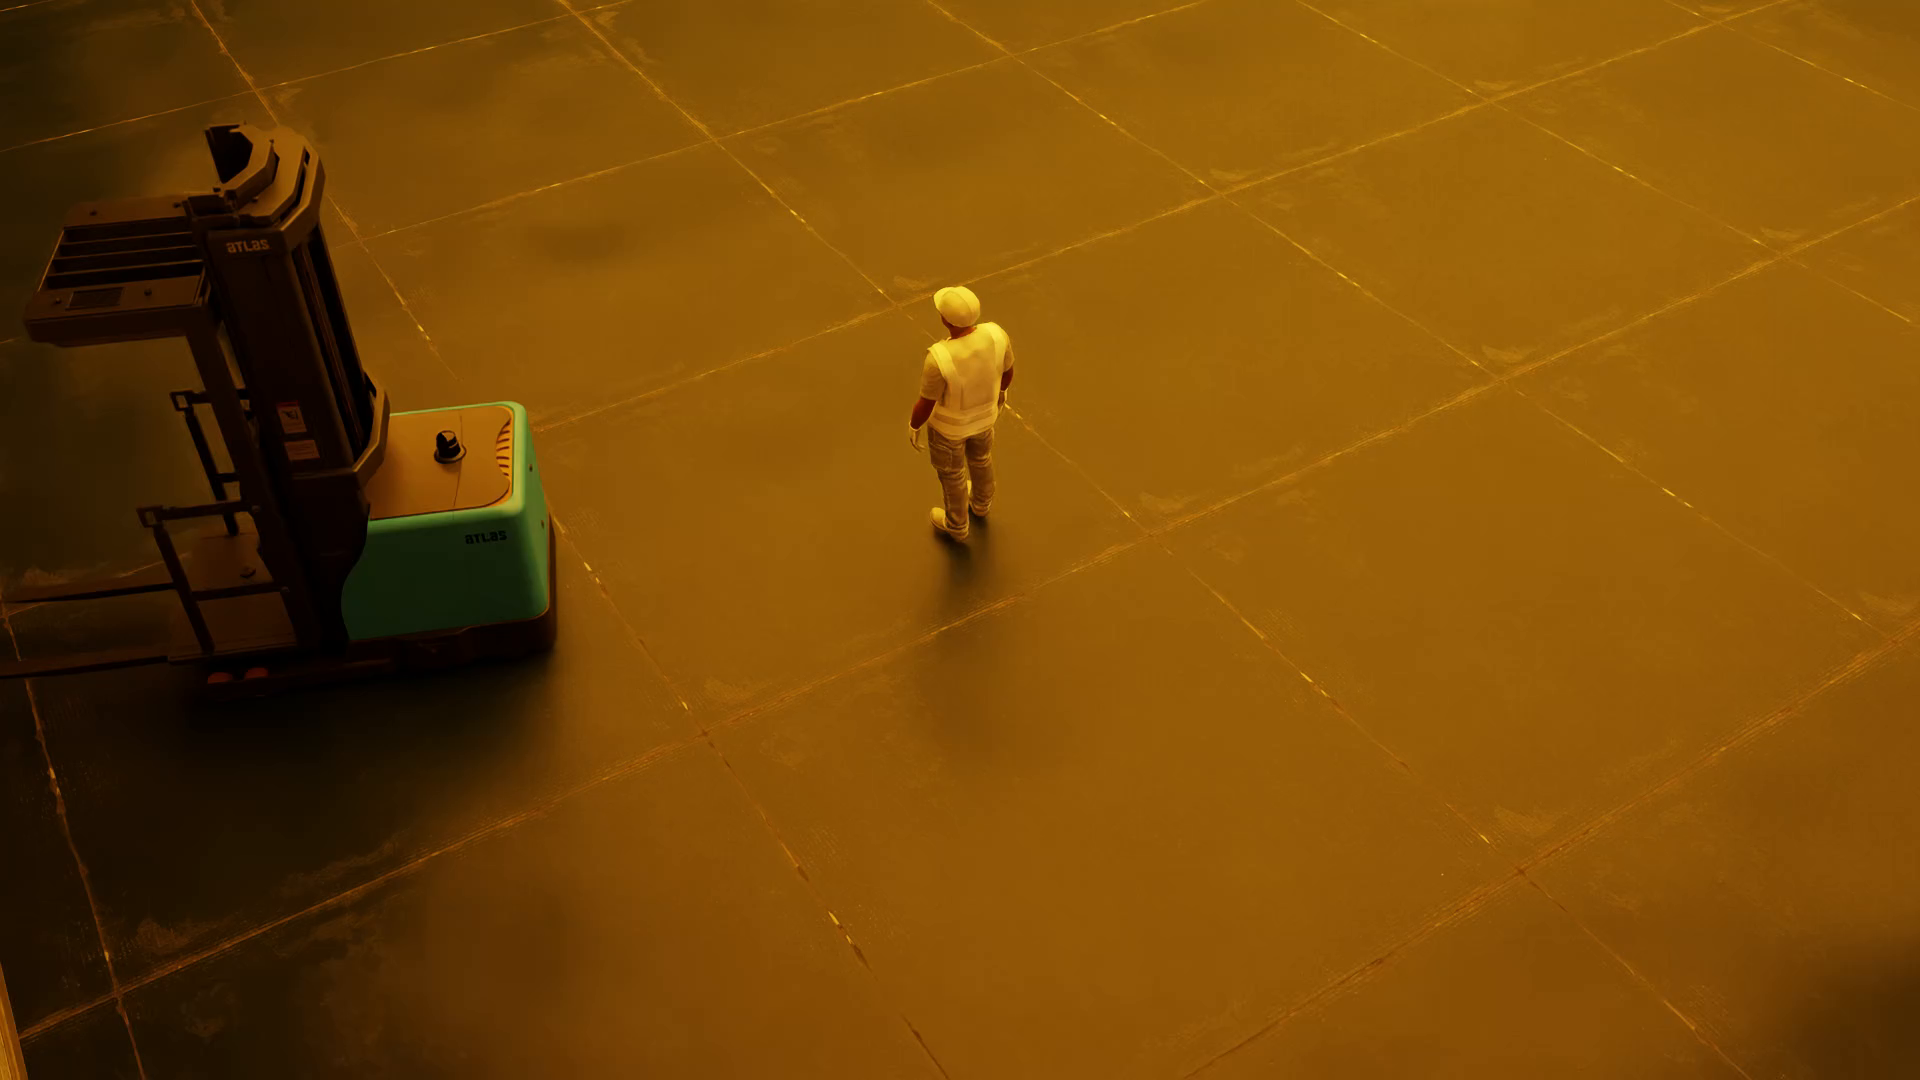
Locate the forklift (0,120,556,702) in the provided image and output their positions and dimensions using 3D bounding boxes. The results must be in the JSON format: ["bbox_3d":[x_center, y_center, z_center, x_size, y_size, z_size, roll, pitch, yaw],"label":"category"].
[{"bbox_3d":[-3.842,-0.599,8.556,3.031,2.935,1.130,-7,42,-8],"label":"forklift"}]

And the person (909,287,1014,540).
[{"bbox_3d":[-0.032,-0.750,9.530,0.657,1.784,0.575,-23,46,-24],"label":"person"}]
